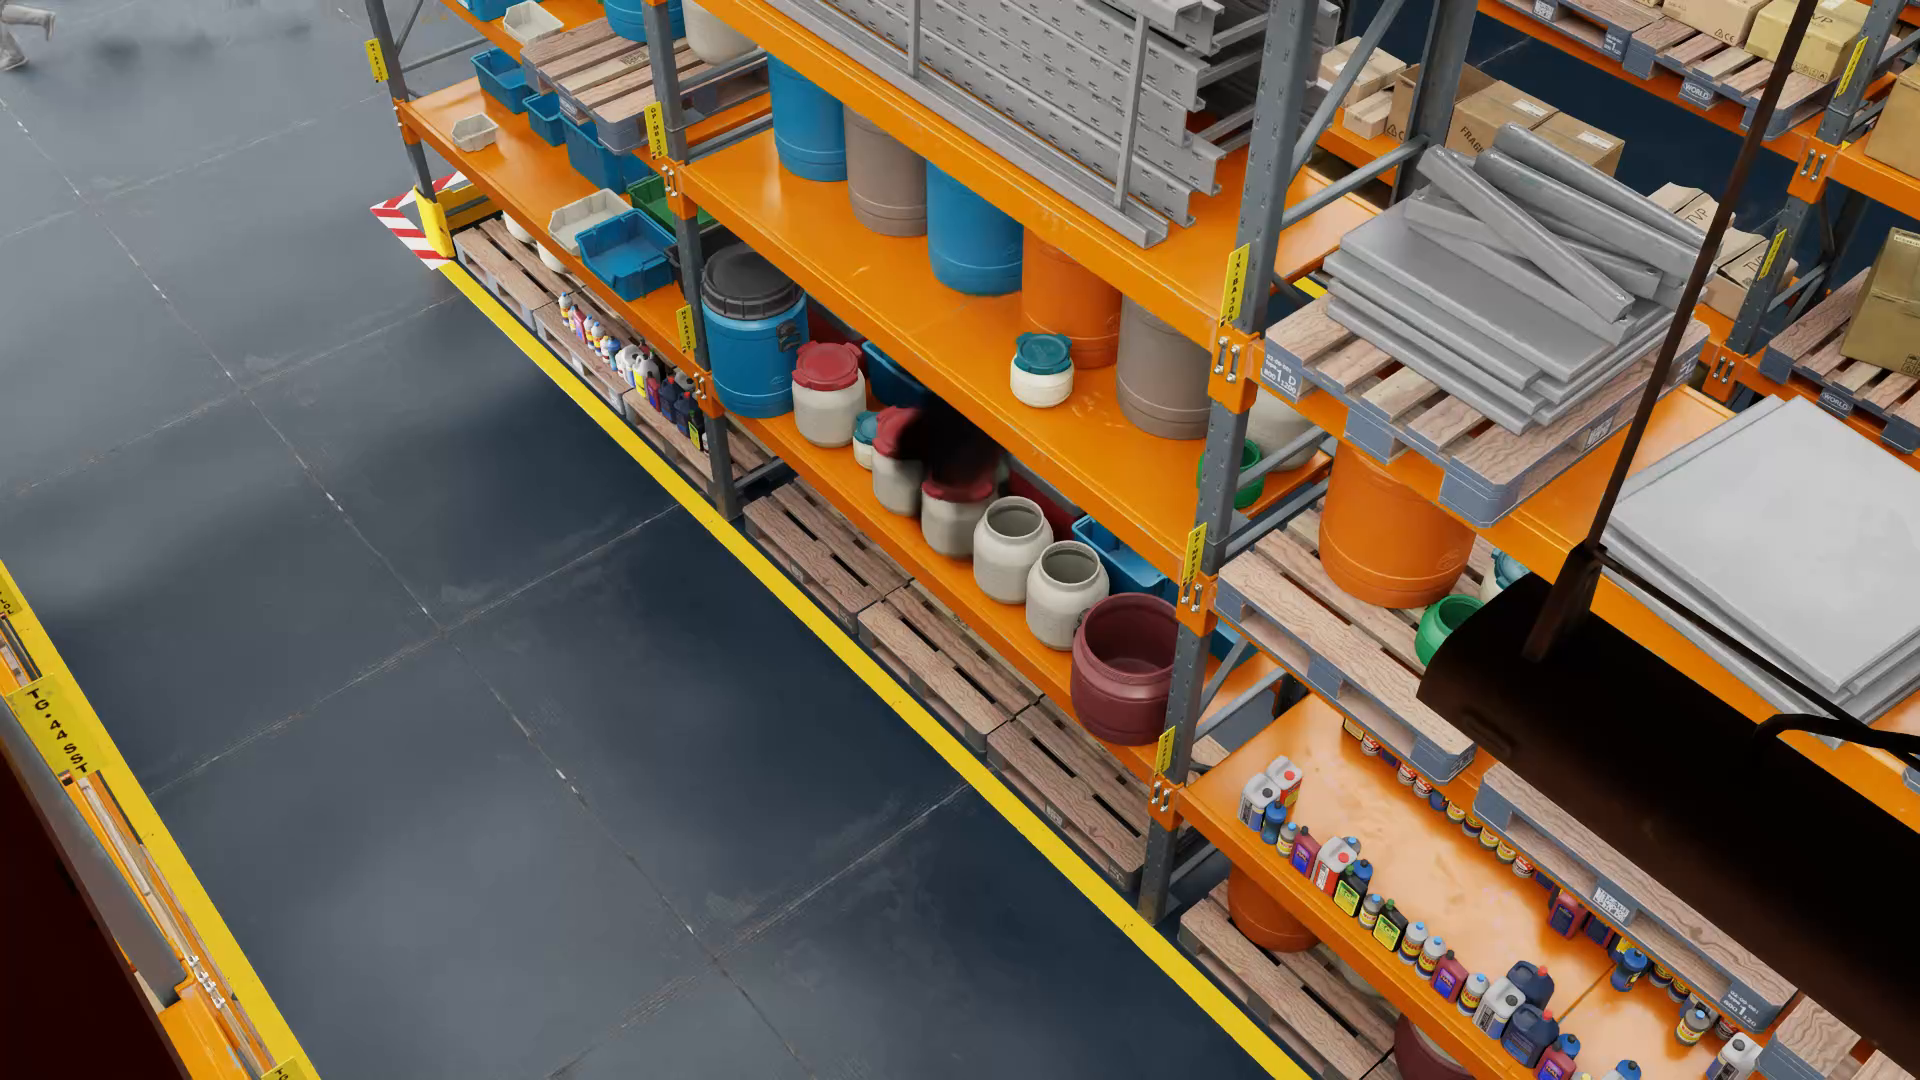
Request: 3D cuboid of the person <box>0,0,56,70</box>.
[{"bbox_3d":[-8.448,-4.890,14.519,0.621,1.650,0.607,-11,47,-10],"label":"person"}]
